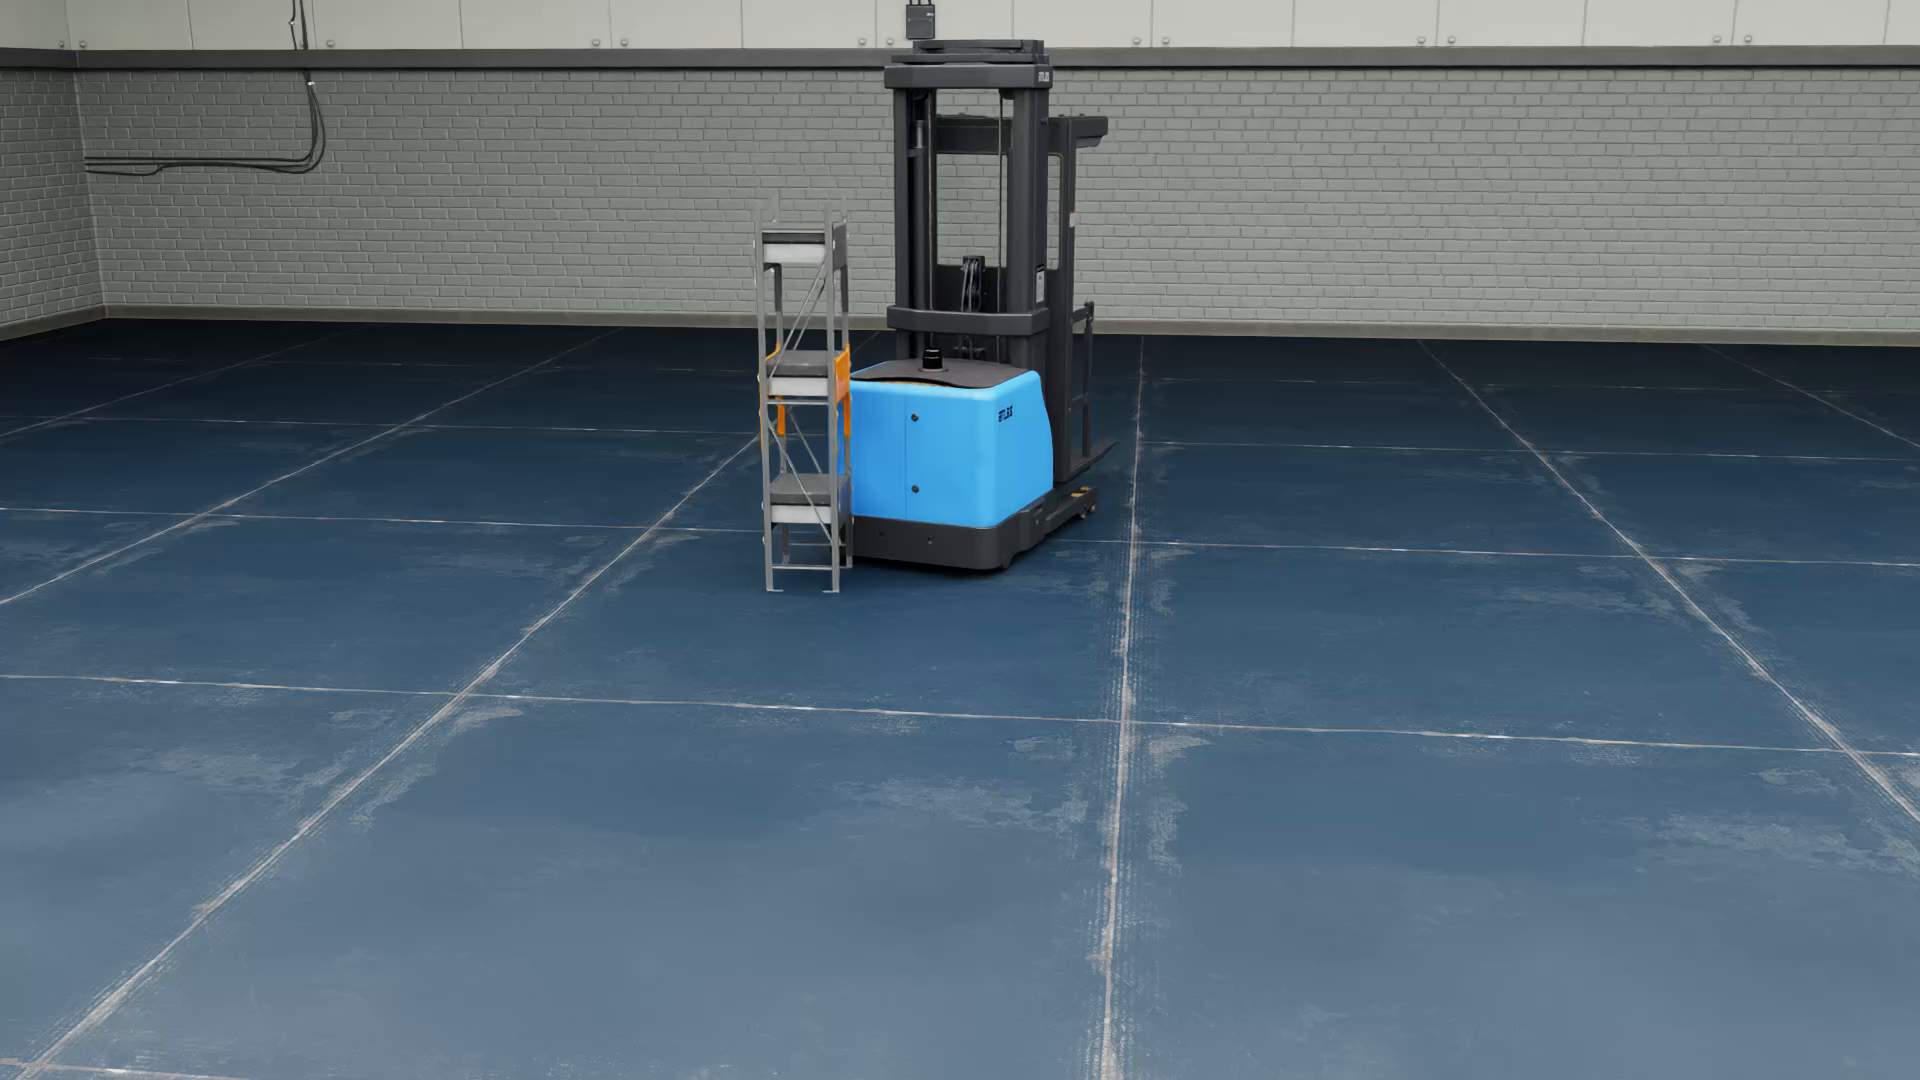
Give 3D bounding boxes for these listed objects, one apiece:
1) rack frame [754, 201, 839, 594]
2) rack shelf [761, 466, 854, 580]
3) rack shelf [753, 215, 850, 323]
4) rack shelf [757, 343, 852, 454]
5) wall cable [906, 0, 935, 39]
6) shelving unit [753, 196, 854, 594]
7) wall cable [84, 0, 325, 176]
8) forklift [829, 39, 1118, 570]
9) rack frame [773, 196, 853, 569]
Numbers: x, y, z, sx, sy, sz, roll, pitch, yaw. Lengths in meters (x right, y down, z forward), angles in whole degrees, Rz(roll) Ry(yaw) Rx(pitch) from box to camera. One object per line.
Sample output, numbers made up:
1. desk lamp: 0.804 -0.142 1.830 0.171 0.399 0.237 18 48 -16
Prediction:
1. rack frame: -0.860 -0.726 8.824 0.400 2.100 0.015 1 15 5
2. rack shelf: -0.839 -0.100 9.245 0.431 0.518 0.480 1 15 5
3. rack shelf: -0.839 -1.452 8.880 0.431 0.518 0.480 1 15 5
4. rack shelf: -0.839 -0.776 9.062 0.431 0.518 0.480 1 15 5
5. wall cable: 0.564 -8.333 17.226 2.305 6.003 0.169 2 15 6
6. shelving unit: -0.839 -0.789 9.059 0.431 2.100 0.503 1 15 5
7. wall cable: -8.867 -5.476 19.124 3.097 2.526 0.112 2 15 6
8. forklift: 0.260 -1.589 10.424 1.130 2.935 3.031 6 16 21
9. rack frame: -0.817 -0.853 9.293 0.400 2.100 0.015 1 15 5
